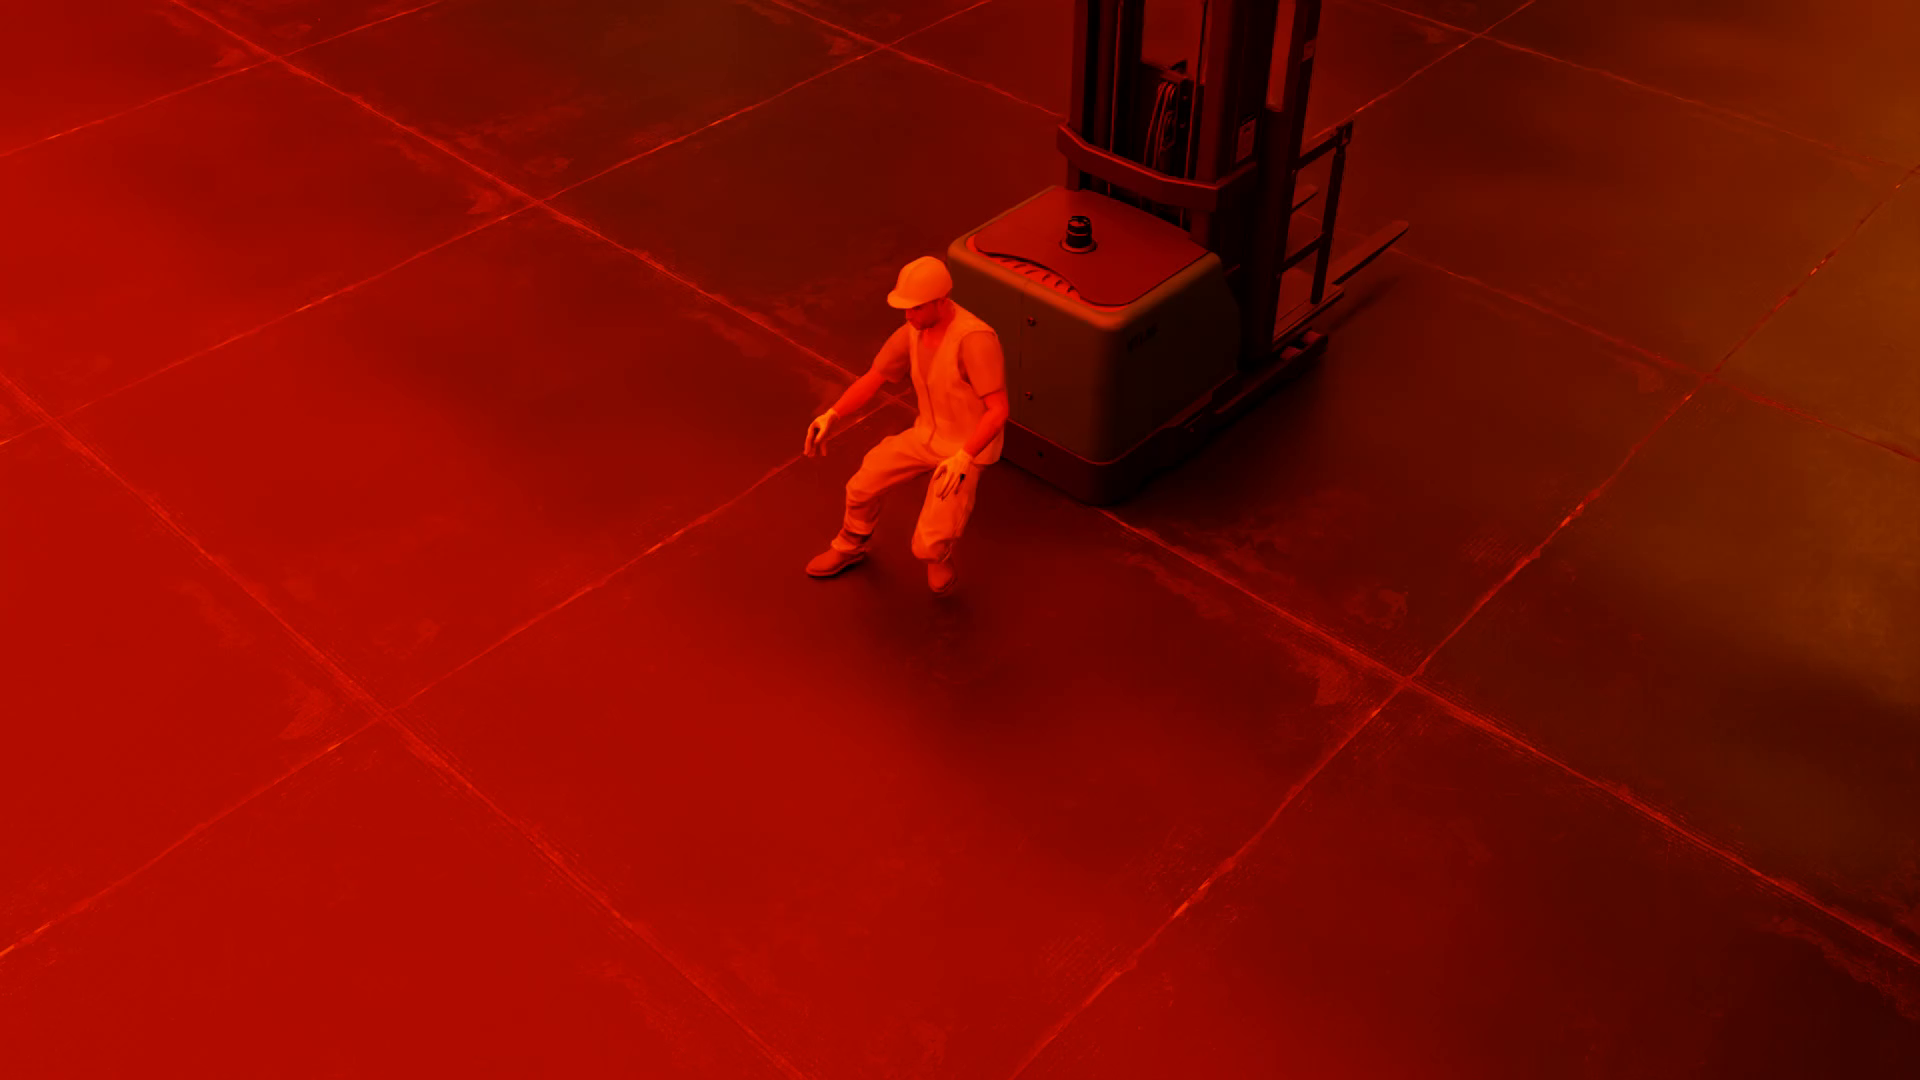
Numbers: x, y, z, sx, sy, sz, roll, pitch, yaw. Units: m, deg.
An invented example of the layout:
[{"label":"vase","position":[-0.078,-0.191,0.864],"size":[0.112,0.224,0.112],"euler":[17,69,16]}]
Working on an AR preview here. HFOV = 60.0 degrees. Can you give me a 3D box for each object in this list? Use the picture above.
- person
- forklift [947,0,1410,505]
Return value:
[{"label":"person","position":[-0.213,-0.383,6.894],"size":[0.733,1.613,0.846],"euler":[-29,48,-30]},{"label":"forklift","position":[1.287,-2.152,7.937],"size":[1.130,2.935,3.031],"euler":[31,49,31]}]
